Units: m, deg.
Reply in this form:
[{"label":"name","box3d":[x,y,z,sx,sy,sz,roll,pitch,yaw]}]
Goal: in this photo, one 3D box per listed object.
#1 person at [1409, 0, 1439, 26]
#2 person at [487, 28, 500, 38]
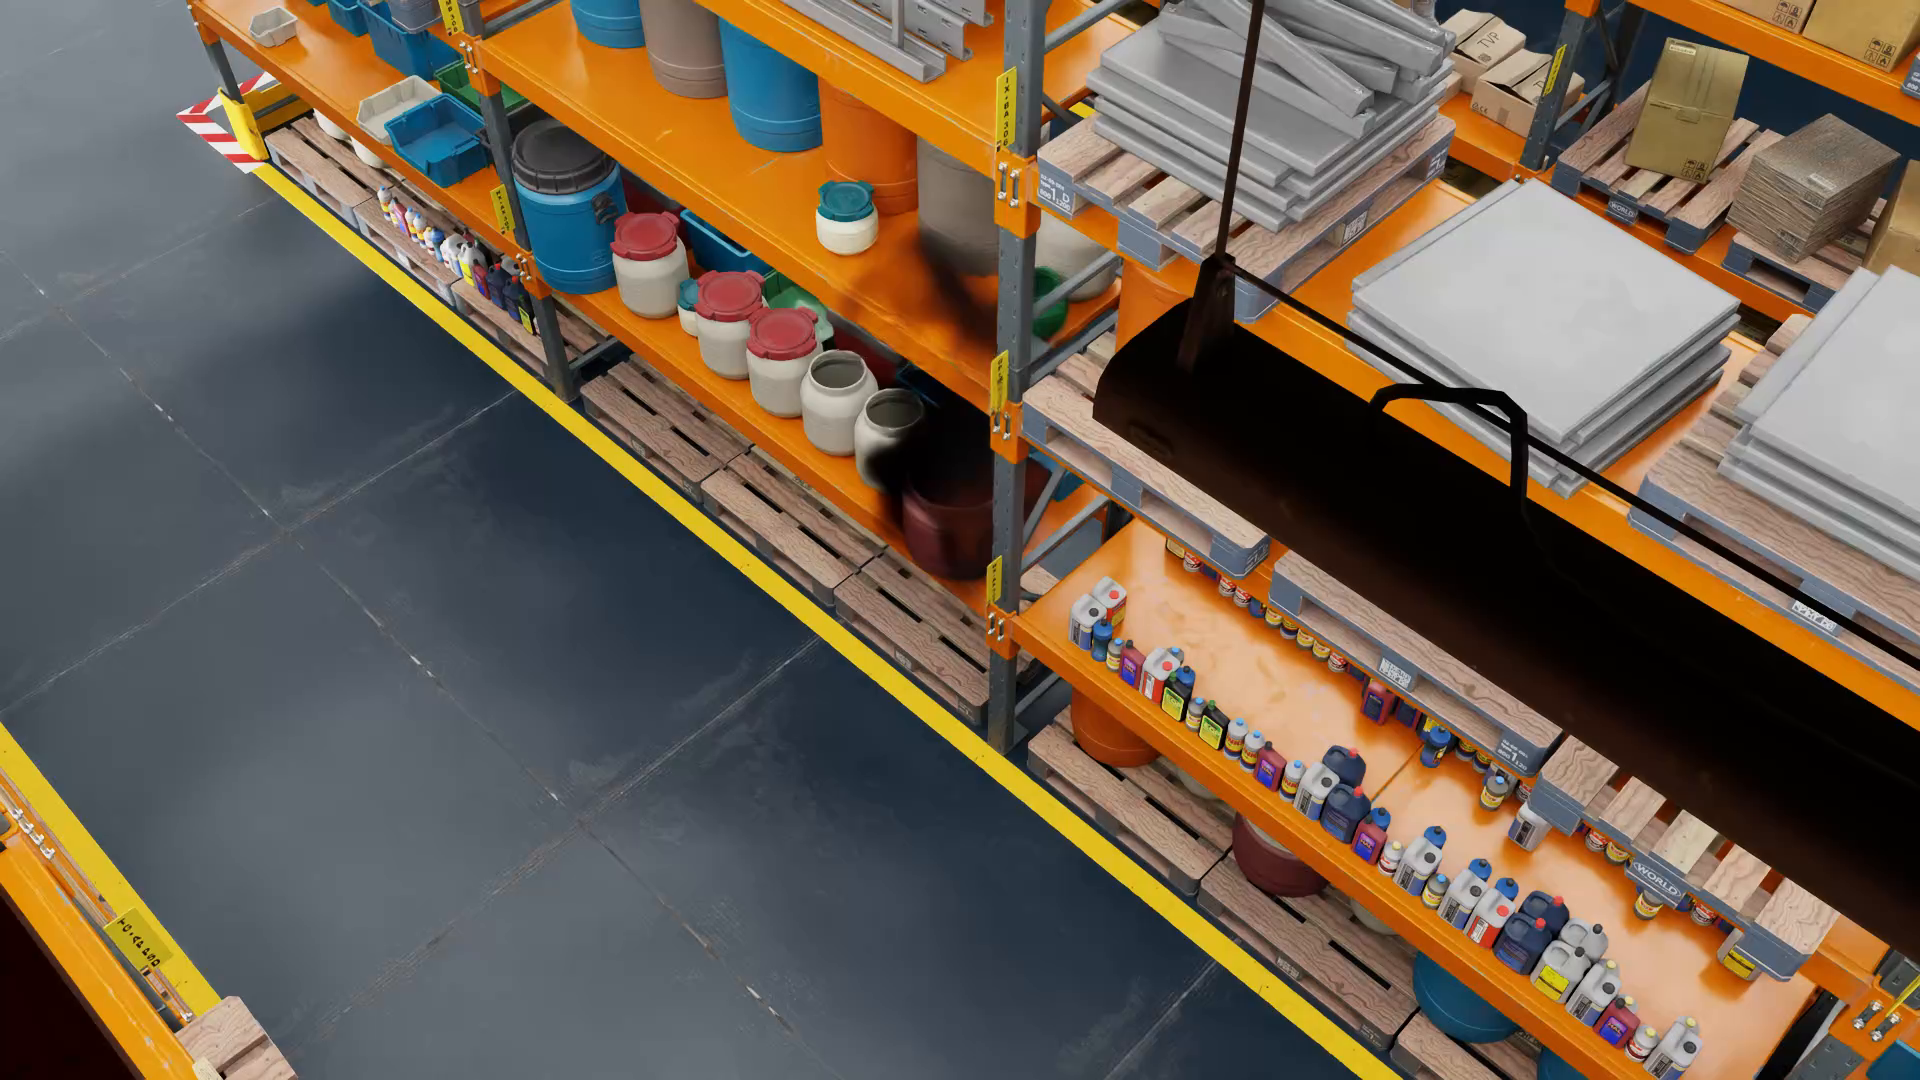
[{"label":"person","box3d":[3.639,-4.455,12.985,0.819,1.784,0.607,26,55,20]},{"label":"person","box3d":[-4.255,-4.682,13.175,1.006,1.759,0.676,12,51,10]}]
